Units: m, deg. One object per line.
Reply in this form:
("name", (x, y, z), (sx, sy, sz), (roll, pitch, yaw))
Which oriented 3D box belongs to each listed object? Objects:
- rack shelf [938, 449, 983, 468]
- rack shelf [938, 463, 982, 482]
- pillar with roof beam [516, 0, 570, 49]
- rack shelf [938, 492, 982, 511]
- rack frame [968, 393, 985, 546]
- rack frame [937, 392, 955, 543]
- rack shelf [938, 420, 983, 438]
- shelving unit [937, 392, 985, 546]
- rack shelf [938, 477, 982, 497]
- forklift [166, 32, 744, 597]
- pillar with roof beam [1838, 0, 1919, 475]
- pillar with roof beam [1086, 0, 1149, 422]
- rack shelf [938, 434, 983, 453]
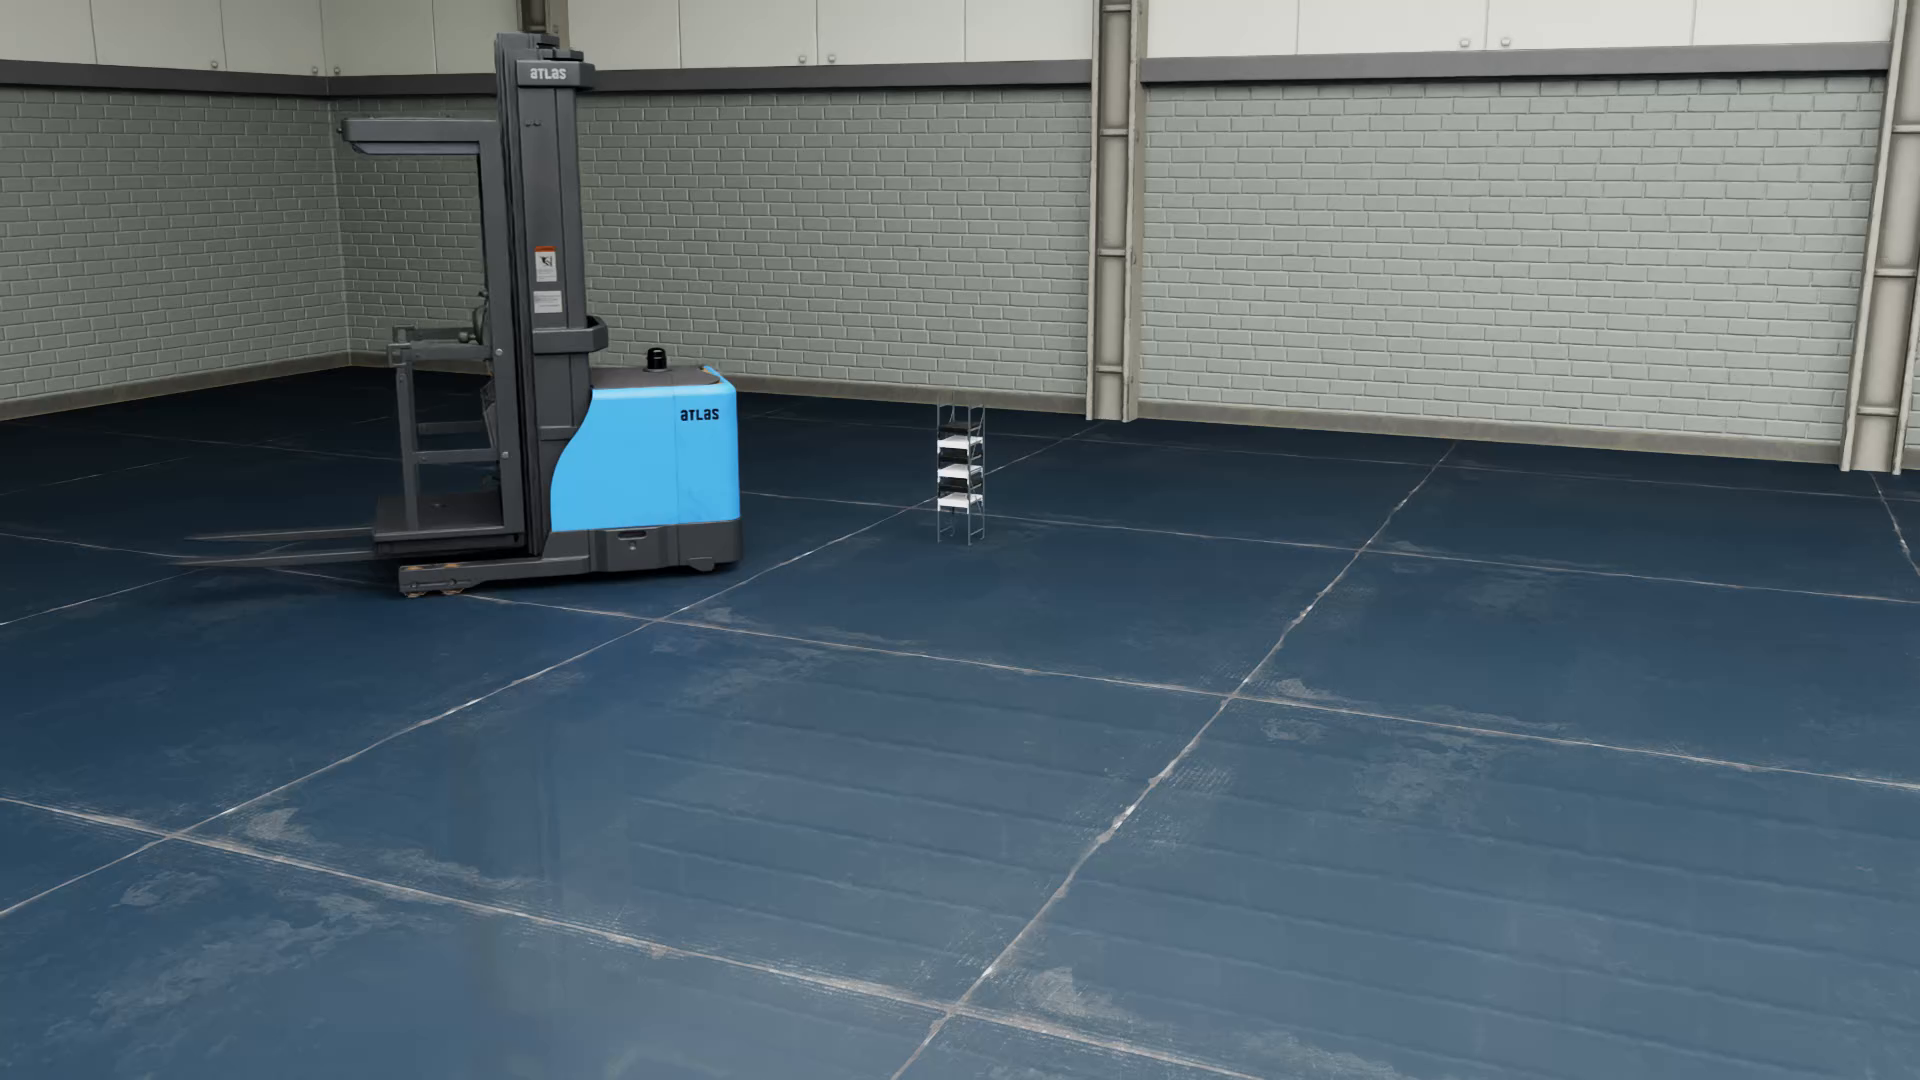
("rack shelf", (0.007, -0.493, 10.136), (0.200, 0.077, 0.258), (6, 14, 23))
("rack shelf", (0.007, -0.405, 10.156), (0.200, 0.077, 0.258), (6, 14, 23))
("pillar with roof beam", (-5.868, -5.126, 12.400), (0.400, 9.000, 9.100), (6, 14, 23))
("rack shelf", (0.007, -0.230, 10.198), (0.200, 0.077, 0.258), (6, 14, 23))
("rack frame", (0.100, -0.428, 10.109), (0.006, 0.900, 0.240), (6, 14, 23))
("rack frame", (-0.086, -0.447, 10.189), (0.006, 0.900, 0.240), (6, 14, 23))
("rack shelf", (0.007, -0.668, 10.095), (0.200, 0.077, 0.258), (6, 14, 23))
("shelving unit", (0.007, -0.437, 10.149), (0.210, 0.900, 0.258), (6, 14, 23))
("rack shelf", (0.007, -0.317, 10.177), (0.200, 0.077, 0.258), (6, 14, 23))
("forklift", (-2.812, -1.252, 9.176), (3.031, 2.935, 1.130), (-4, 14, -16))
("pillar with roof beam", (5.104, -4.015, 7.668), (0.400, 9.000, 9.100), (6, 14, 23))
("pillar with roof beam", (-0.382, -4.570, 10.034), (0.400, 9.000, 9.100), (6, 14, 23))
("rack shelf", (0.007, -0.580, 10.115), (0.200, 0.077, 0.258), (6, 14, 23))
